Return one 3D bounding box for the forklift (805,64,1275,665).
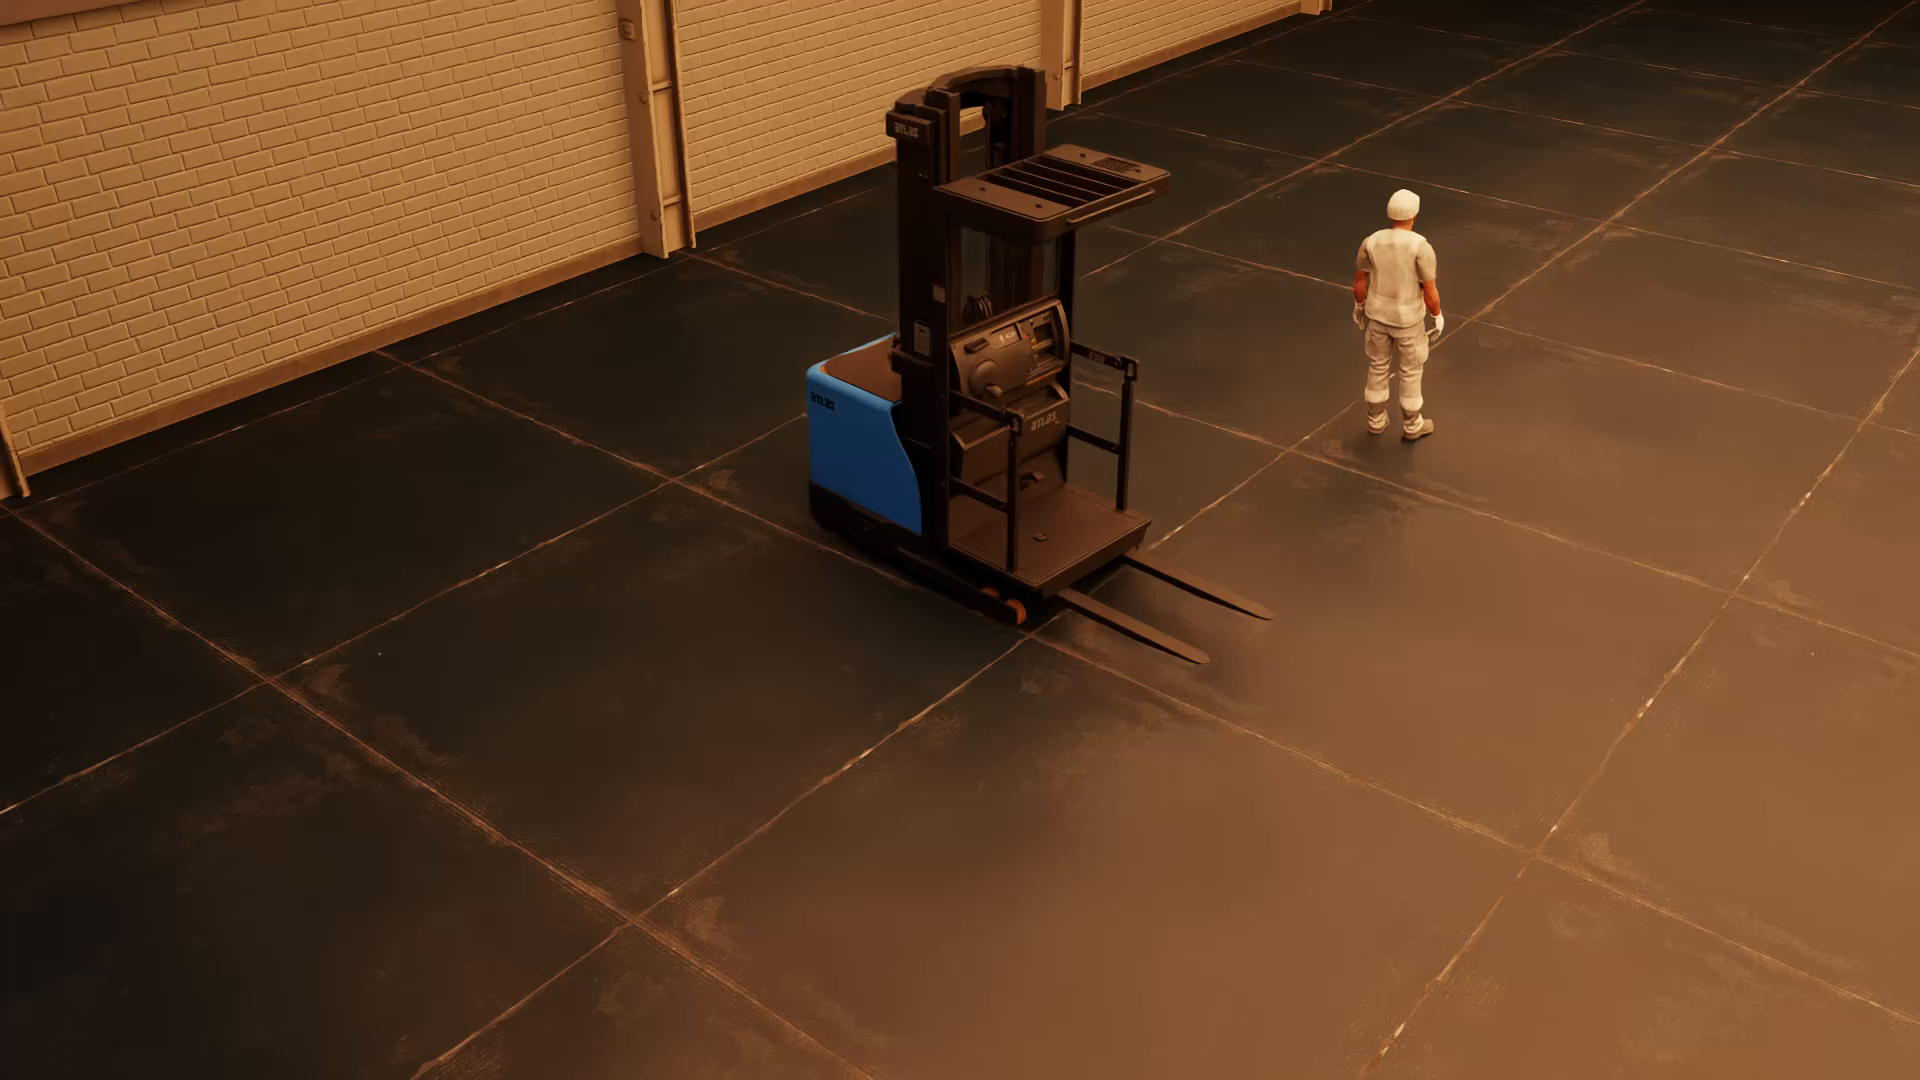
[{"bbox_3d":[0.446,-1.055,9.400,3.031,2.935,1.130,26,39,37],"label":"forklift"}]

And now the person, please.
[{"bbox_3d":[3.014,-1.548,11.369,0.635,1.792,0.536,21,36,32],"label":"person"}]
